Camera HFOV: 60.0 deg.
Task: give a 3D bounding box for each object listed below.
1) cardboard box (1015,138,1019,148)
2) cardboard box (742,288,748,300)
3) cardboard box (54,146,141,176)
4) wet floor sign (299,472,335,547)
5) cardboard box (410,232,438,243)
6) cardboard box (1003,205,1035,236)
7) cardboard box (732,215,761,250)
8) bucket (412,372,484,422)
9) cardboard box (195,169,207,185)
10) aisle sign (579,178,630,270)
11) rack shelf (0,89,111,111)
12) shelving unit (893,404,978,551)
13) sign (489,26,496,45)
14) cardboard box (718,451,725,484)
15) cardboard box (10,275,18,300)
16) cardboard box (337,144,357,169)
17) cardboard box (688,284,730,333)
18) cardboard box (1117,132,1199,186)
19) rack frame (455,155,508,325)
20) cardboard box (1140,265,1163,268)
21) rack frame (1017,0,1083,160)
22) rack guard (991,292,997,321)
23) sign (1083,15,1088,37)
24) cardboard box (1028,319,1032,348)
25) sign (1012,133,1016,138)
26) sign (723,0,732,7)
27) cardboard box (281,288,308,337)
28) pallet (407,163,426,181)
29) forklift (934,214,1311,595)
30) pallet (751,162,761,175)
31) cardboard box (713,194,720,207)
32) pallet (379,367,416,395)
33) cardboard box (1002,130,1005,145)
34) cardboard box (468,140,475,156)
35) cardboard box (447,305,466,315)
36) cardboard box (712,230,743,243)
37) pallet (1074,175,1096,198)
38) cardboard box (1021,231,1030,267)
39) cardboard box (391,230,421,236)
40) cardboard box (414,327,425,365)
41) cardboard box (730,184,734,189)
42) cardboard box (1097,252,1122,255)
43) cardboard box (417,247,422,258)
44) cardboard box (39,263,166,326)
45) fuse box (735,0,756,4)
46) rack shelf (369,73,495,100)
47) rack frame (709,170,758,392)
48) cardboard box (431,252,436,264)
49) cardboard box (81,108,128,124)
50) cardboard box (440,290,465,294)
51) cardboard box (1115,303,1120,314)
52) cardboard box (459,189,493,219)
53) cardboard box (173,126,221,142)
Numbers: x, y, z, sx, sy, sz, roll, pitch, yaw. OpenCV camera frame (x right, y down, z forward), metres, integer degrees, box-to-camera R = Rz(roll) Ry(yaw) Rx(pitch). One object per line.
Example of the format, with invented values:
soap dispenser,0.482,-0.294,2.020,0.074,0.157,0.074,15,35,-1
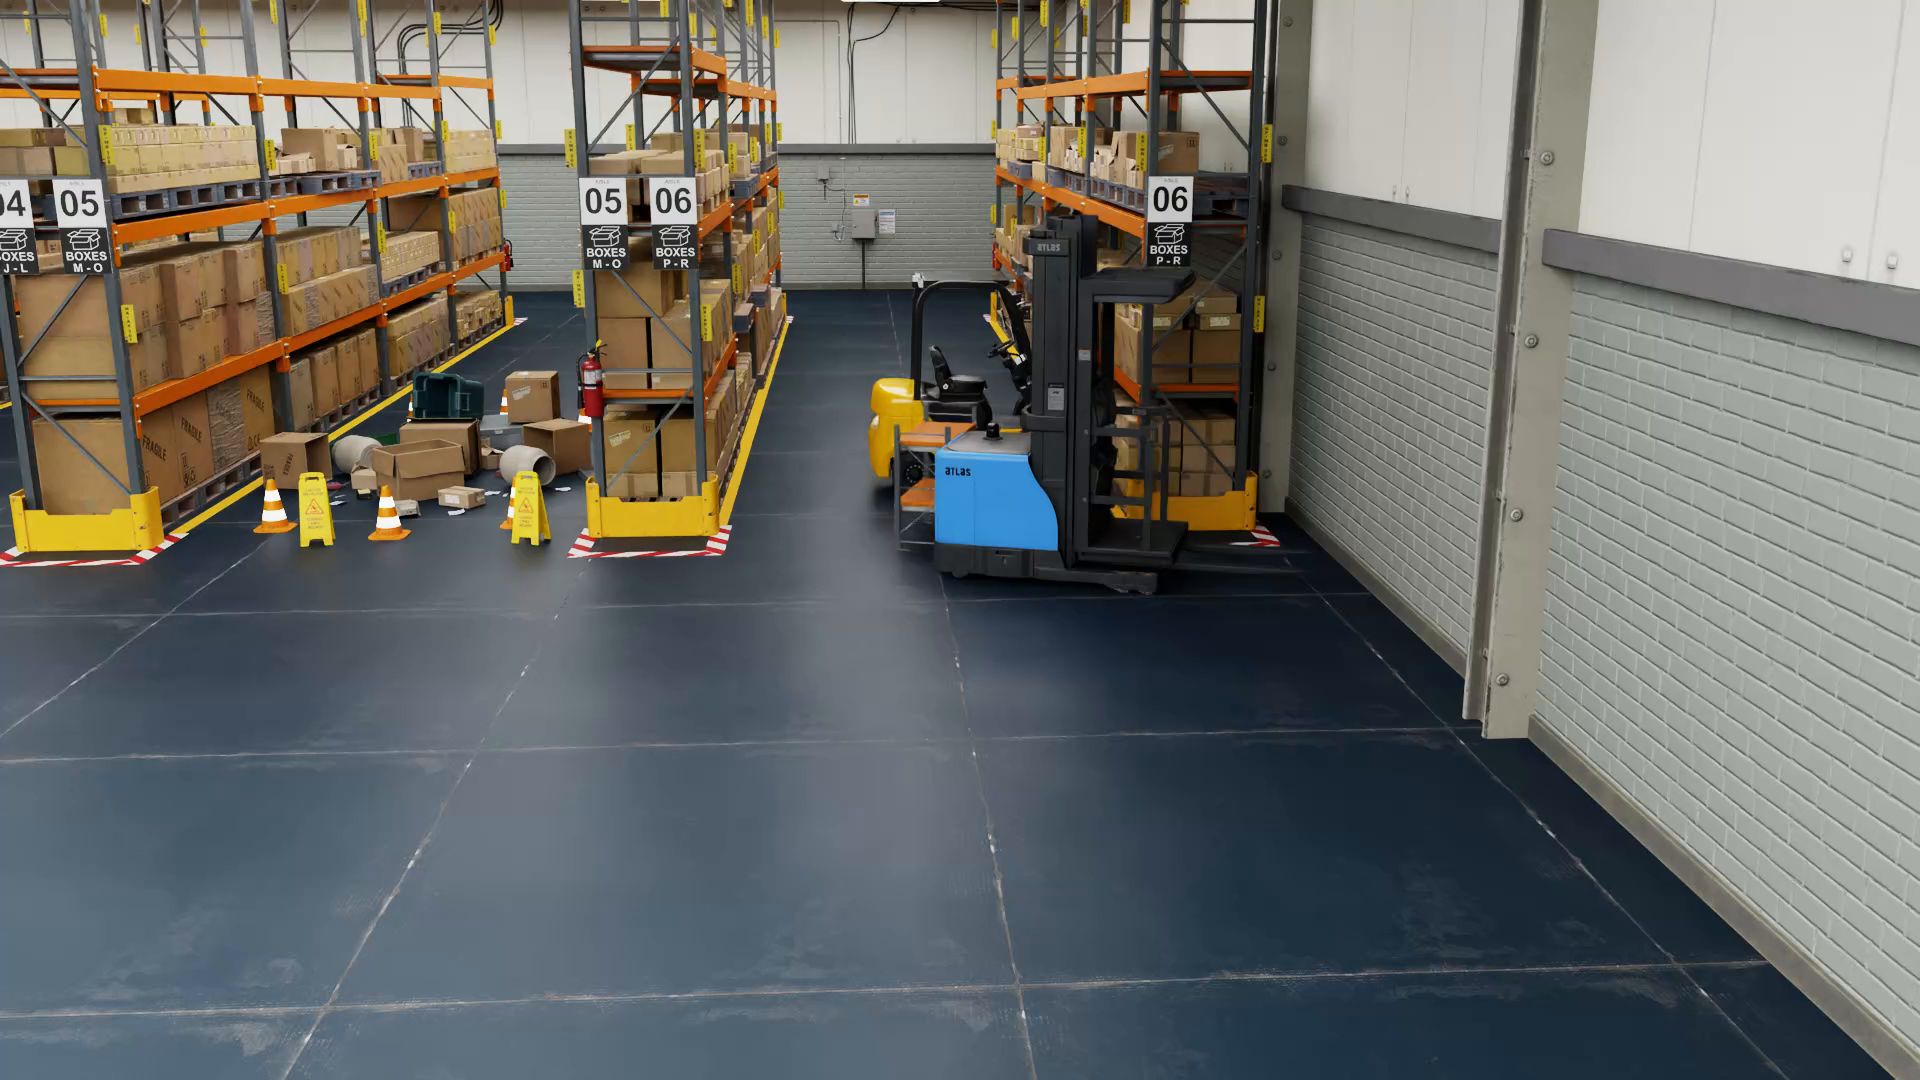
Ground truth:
cardboard box,1.048,-6.085,25.500,0.380,0.149,0.250,-1,14,-4
cardboard box,-2.823,-3.050,20.521,0.380,0.149,0.250,0,14,-1
cardboard box,-7.512,-3.305,14.491,0.500,0.250,0.500,-1,14,-4
wet floor sign,-5.760,-0.288,14.850,0.267,0.644,0.232,-3,15,-13
cardboard box,-8.262,-4.662,25.594,0.380,0.149,0.250,0,14,-1
cardboard box,1.011,-5.507,28.611,0.500,0.500,0.500,-1,14,-2
cardboard box,-3.143,-4.407,23.928,0.500,0.500,0.500,0,14,-2
bucket,-5.676,-1.552,18.558,0.726,0.611,0.620,4,5,16
cardboard box,-7.549,-3.517,16.117,0.380,0.149,0.250,-1,14,-4
aisle sign,-3.089,-2.745,14.459,0.394,0.787,0.004,-1,14,-3
rack shelf,-13.314,-6.203,23.324,1.077,0.370,4.000,-1,14,-3
shelving unit,-0.208,-0.569,14.980,0.538,1.125,1.048,3,15,13
sign,-8.174,-8.822,29.061,0.100,0.325,0.005,-1,14,-3
cardboard box,-2.602,-0.710,16.441,0.500,0.250,0.500,0,14,-1
cardboard box,-12.949,-3.516,22.472,0.500,0.500,0.500,0,14,-2
cardboard box,-7.869,-4.800,20.779,0.500,0.311,0.500,-1,14,-3
cardboard box,-2.737,-2.459,17.766,0.500,0.500,0.500,0,14,-2
cardboard box,1.916,-3.699,16.120,0.700,0.500,0.500,-1,14,-3
rack frame,-8.729,-5.384,29.931,1.000,3.000,0.127,-1,14,-3
cardboard box,2.198,-2.947,18.362,0.380,0.149,0.250,-1,14,-5
rack frame,1.407,-7.474,26.014,1.000,3.000,0.127,-1,14,-3
rack guard,1.164,-4.333,30.866,1.175,0.500,0.348,-1,14,-3
sign,1.960,-8.013,25.916,0.100,0.325,0.005,-1,14,-3
cardboard box,1.307,-3.052,25.041,0.500,0.500,0.500,-1,14,-5
sign,0.866,-6.261,26.283,0.100,0.325,0.005,-1,14,-3
sign,-2.509,-5.901,17.868,0.100,0.325,0.005,-1,14,-3
cardboard box,-7.750,-2.583,18.844,0.500,0.500,0.500,-1,14,-3
pallet,-8.482,-5.338,24.109,1.213,0.211,1.003,-1,14,-3
forklift,1.356,-1.127,13.525,3.031,2.935,1.130,4,15,14
pallet,-3.441,-5.623,25.227,0.805,0.209,1.217,-1,15,-6
cardboard box,-2.678,-3.502,17.102,0.380,0.149,0.250,0,14,-2
pallet,-8.281,-2.238,23.301,1.003,0.211,1.213,-1,14,-3
cardboard box,0.993,-6.963,28.752,0.500,0.250,0.500,-1,14,-4
cardboard box,-8.365,-6.515,27.606,0.500,0.250,0.500,-2,15,-6
cardboard box,-8.358,-3.785,27.401,0.380,0.149,0.250,-1,14,-5
cardboard box,-2.917,-3.803,20.846,0.380,0.149,0.250,-2,15,-6
pallet,1.835,-4.158,19.530,0.805,0.209,1.217,-1,15,-6
cardboard box,1.294,-4.372,24.956,0.700,0.500,0.500,-1,14,-4
cardboard box,-8.793,-4.697,26.466,0.500,0.500,0.500,-1,14,-3
cardboard box,-8.094,-2.819,24.138,0.500,0.500,0.500,-1,14,-5
cardboard box,-3.176,-4.620,20.734,0.797,0.503,0.637,-1,14,-3
cardboard box,1.960,-3.729,21.999,0.380,0.149,0.250,-1,14,-3
cardboard box,-8.194,-4.259,24.624,0.380,0.149,0.250,-2,15,-6
cardboard box,-7.849,-2.228,15.200,0.875,0.550,0.550,-1,14,-3
fuse box,-4.419,-11.332,34.588,0.513,0.334,0.176,-1,14,-3
rack shelf,-8.605,-7.442,27.341,1.077,0.370,4.000,-1,14,-3
rack frame,-3.299,-3.496,22.593,1.000,3.000,0.127,-1,14,-3
cardboard box,-8.242,-4.310,25.421,0.380,0.149,0.250,-1,14,-3
cardboard box,-13.490,-6.688,26.230,0.500,0.250,0.500,-2,15,-7
cardboard box,-9.036,-4.359,29.633,0.380,0.149,0.250,-2,15,-6
cardboard box,1.745,-2.347,16.625,0.380,0.149,0.250,-1,14,-3
cardboard box,-8.421,-5.825,28.840,0.500,0.500,0.500,-1,14,-5
cardboard box,-7.581,-4.030,16.512,0.380,0.149,0.250,-1,14,-3
